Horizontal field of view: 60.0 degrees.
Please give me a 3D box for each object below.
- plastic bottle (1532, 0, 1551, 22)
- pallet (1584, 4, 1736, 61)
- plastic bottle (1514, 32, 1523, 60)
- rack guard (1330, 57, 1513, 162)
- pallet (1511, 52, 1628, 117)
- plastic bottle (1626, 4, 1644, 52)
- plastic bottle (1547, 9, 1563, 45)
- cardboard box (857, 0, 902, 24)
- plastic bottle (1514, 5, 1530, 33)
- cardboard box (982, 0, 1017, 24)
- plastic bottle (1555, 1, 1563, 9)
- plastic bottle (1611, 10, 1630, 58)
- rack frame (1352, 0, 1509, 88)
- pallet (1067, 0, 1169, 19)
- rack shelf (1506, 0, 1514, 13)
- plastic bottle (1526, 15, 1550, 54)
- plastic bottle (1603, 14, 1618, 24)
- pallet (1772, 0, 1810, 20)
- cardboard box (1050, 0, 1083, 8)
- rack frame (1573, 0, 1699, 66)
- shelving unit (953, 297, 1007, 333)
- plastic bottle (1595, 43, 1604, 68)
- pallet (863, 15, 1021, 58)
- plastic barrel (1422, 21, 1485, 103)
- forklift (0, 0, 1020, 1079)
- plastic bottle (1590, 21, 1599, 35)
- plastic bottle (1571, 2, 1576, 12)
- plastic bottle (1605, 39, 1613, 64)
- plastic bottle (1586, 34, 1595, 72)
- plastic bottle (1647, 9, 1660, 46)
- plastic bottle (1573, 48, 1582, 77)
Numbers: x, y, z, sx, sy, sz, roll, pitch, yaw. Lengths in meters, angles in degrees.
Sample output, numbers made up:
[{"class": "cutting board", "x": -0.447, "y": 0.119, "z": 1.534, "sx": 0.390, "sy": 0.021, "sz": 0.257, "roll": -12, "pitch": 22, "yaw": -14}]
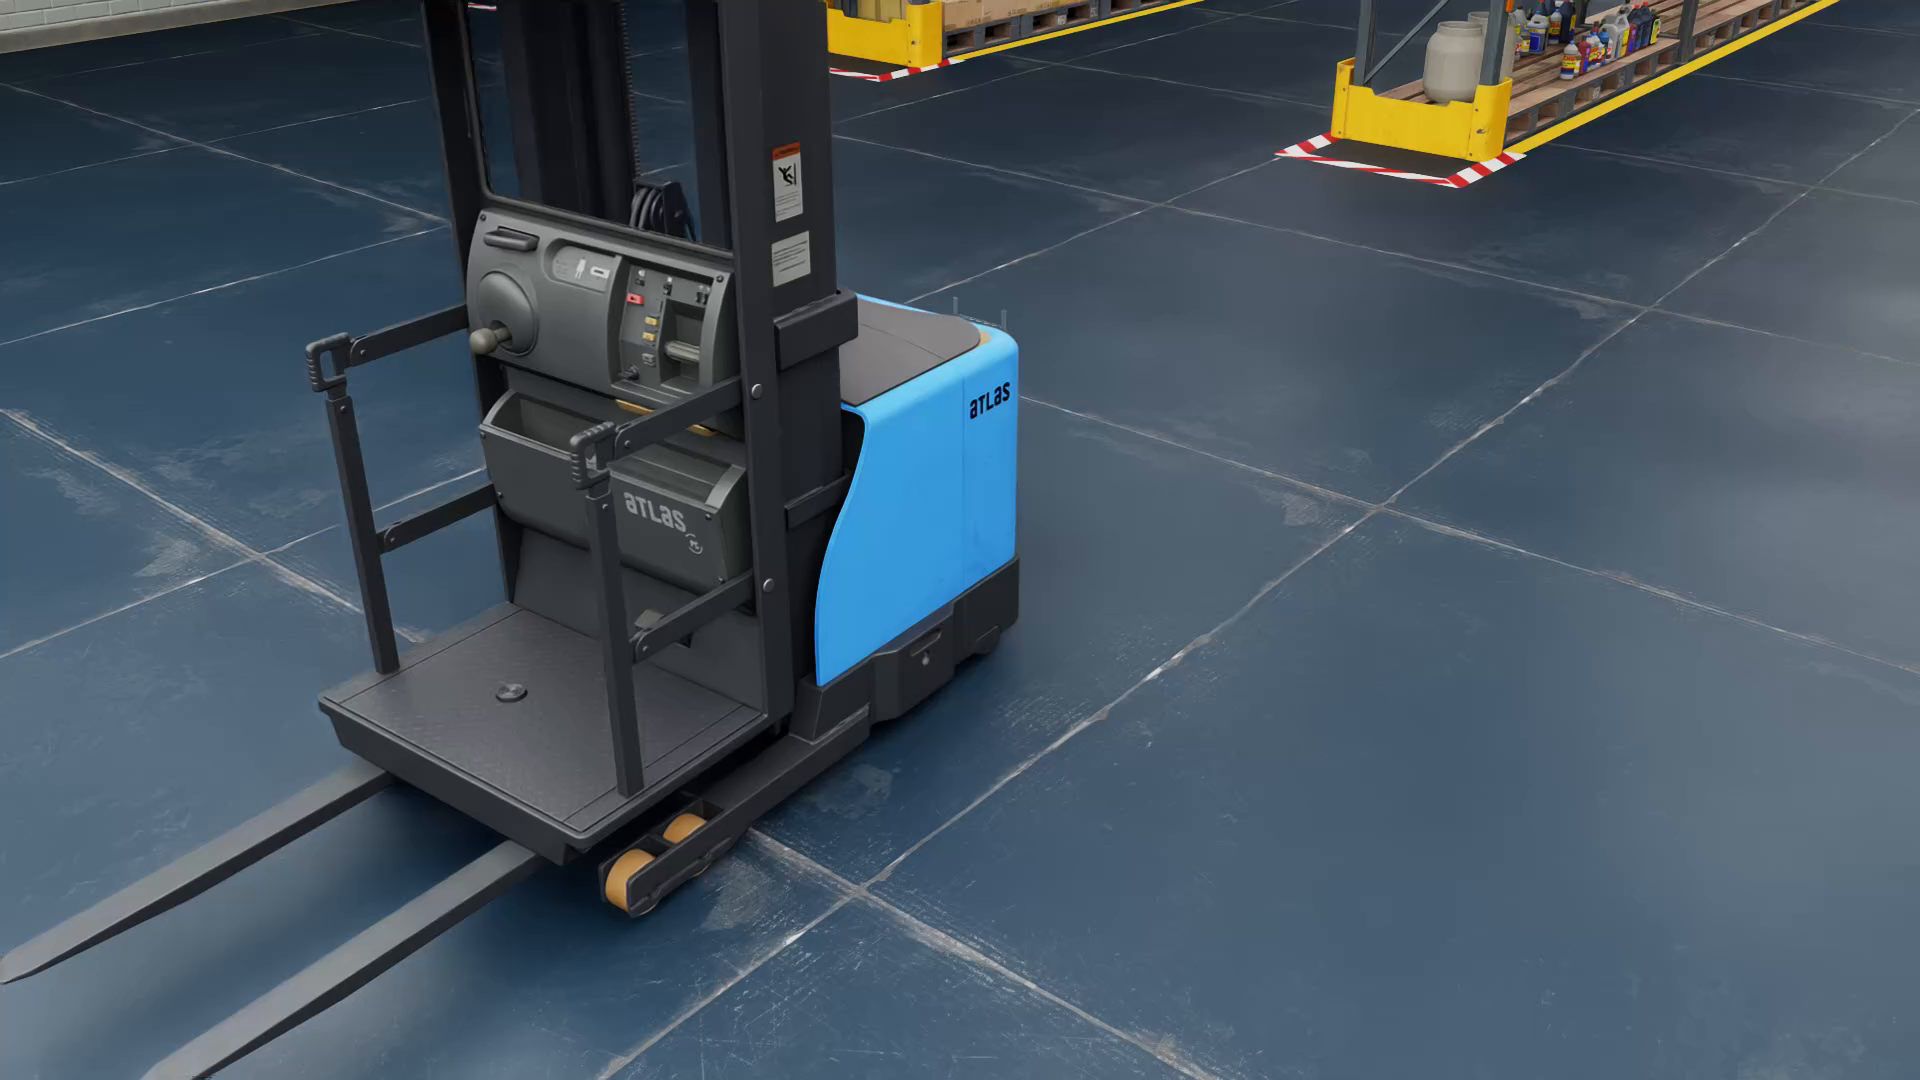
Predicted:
[{"class": "plastic bottle", "x": 4.740, "y": -4.251, "z": 13.608, "sx": 0.144, "sy": 0.351, "sz": 0.185, "roll": 19, "pitch": 33, "yaw": 32}, {"class": "pallet", "x": 6.163, "y": -4.516, "z": 14.749, "sx": 1.003, "sy": 0.211, "sz": 1.213, "roll": 21, "pitch": 34, "yaw": 34}, {"class": "plastic bottle", "x": 4.357, "y": -3.879, "z": 13.050, "sx": 0.097, "sy": 0.201, "sz": 0.097, "roll": 0, "pitch": 27, "yaw": 0}, {"class": "rack guard", "x": 3.162, "y": -2.977, "z": 11.460, "sx": 1.175, "sy": 0.500, "sz": 0.348, "roll": 21, "pitch": 34, "yaw": 34}, {"class": "pallet", "x": 4.459, "y": -3.565, "z": 12.912, "sx": 1.003, "sy": 0.211, "sz": 1.213, "roll": 21, "pitch": 34, "yaw": 34}, {"class": "plastic bottle", "x": 5.384, "y": -4.103, "z": 13.320, "sx": 0.144, "sy": 0.351, "sz": 0.185, "roll": 19, "pitch": 33, "yaw": 32}, {"class": "plastic bottle", "x": 4.861, "y": -4.196, "z": 13.588, "sx": 0.097, "sy": 0.271, "sz": 0.097, "roll": 0, "pitch": 27, "yaw": 0}, {"class": "cardboard box", "x": -0.557, "y": -4.737, "z": 14.678, "sx": 0.500, "sy": 0.250, "sz": 0.500, "roll": 21, "pitch": 34, "yaw": 34}, {"class": "plastic bottle", "x": 4.470, "y": -4.101, "z": 13.316, "sx": 0.144, "sy": 0.351, "sz": 0.185, "roll": 20, "pitch": 34, "yaw": 34}, {"class": "cardboard box", "x": 0.158, "y": -4.764, "z": 14.730, "sx": 0.500, "sy": 0.250, "sz": 0.500, "roll": 21, "pitch": 34, "yaw": 34}, {"class": "plastic bottle", "x": 4.968, "y": -4.343, "z": 13.865, "sx": 0.152, "sy": 0.276, "sz": 0.135, "roll": 22, "pitch": 35, "yaw": 36}, {"class": "plastic bottle", "x": 5.179, "y": -3.988, "z": 13.099, "sx": 0.144, "sy": 0.351, "sz": 0.185, "roll": 21, "pitch": 34, "yaw": 34}, {"class": "rack frame", "x": 3.149, "y": -4.046, "z": 10.807, "sx": 1.000, "sy": 3.000, "sz": 0.127, "roll": 21, "pitch": 34, "yaw": 34}, {"class": "pallet", "x": 1.336, "y": -5.405, "z": 16.469, "sx": 1.003, "sy": 0.211, "sz": 1.213, "roll": 21, "pitch": 34, "yaw": 34}, {"class": "rack shelf", "x": 4.422, "y": -4.436, "z": 12.343, "sx": 1.077, "sy": 0.370, "sz": 4.000, "roll": 21, "pitch": 34, "yaw": 34}, {"class": "plastic bottle", "x": 4.600, "y": -4.033, "z": 13.267, "sx": 0.152, "sy": 0.276, "sz": 0.135, "roll": 21, "pitch": 34, "yaw": 34}, {"class": "plastic bottle", "x": 5.254, "y": -4.104, "z": 13.404, "sx": 0.152, "sy": 0.276, "sz": 0.135, "roll": 21, "pitch": 34, "yaw": 34}, {"class": "pallet", "x": 7.715, "y": -5.381, "z": 16.421, "sx": 1.003, "sy": 0.211, "sz": 1.213, "roll": 21, "pitch": 34, "yaw": 34}, {"class": "cardboard box", "x": 0.798, "y": -5.117, "z": 15.412, "sx": 0.500, "sy": 0.250, "sz": 0.500, "roll": 21, "pitch": 34, "yaw": 34}, {"class": "rack frame", "x": 5.694, "y": -5.464, "z": 13.548, "sx": 1.000, "sy": 3.000, "sz": 0.127, "roll": 21, "pitch": 34, "yaw": 34}, {"class": "shelving unit", "x": 0.005, "y": -0.403, "z": 6.049, "sx": 0.258, "sy": 0.900, "sz": 0.210, "roll": 21, "pitch": 34, "yaw": 34}, {"class": "plastic bottle", "x": 4.888, "y": -3.743, "z": 12.787, "sx": 0.097, "sy": 0.201, "sz": 0.097, "roll": 0, "pitch": 27, "yaw": 0}, {"class": "pallet", "x": -0.216, "y": -4.540, "z": 14.796, "sx": 1.003, "sy": 0.211, "sz": 1.213, "roll": 21, "pitch": 34, "yaw": 34}, {"class": "plastic barrel", "x": 3.509, "y": -3.383, "z": 11.776, "sx": 0.421, "sy": 0.512, "sz": 0.421, "roll": 0, "pitch": 27, "yaw": 0}, {"class": "forklift", "x": -1.079, "y": -0.575, "z": 4.172, "sx": 1.130, "sy": 2.935, "sz": 3.031, "roll": 19, "pitch": 33, "yaw": 32}, {"class": "plastic bottle", "x": 4.990, "y": -3.933, "z": 13.065, "sx": 0.061, "sy": 0.283, "sz": 0.133, "roll": 21, "pitch": 34, "yaw": 34}, {"class": "plastic bottle", "x": 5.051, "y": -4.315, "z": 13.804, "sx": 0.061, "sy": 0.283, "sz": 0.133, "roll": 21, "pitch": 34, "yaw": 34}, {"class": "plastic bottle", "x": 5.019, "y": -3.815, "z": 12.928, "sx": 0.097, "sy": 0.201, "sz": 0.097, "roll": 0, "pitch": 27, "yaw": 0}, {"class": "plastic bottle", "x": 4.761, "y": -3.703, "z": 12.634, "sx": 0.097, "sy": 0.271, "sz": 0.097, "roll": 0, "pitch": 27, "yaw": 0}, {"class": "plastic bottle", "x": 5.642, "y": -4.186, "z": 13.555, "sx": 0.061, "sy": 0.283, "sz": 0.133, "roll": 23, "pitch": 35, "yaw": 37}, {"class": "plastic bottle", "x": 4.609, "y": -3.587, "z": 12.486, "sx": 0.097, "sy": 0.201, "sz": 0.097, "roll": 0, "pitch": 27, "yaw": 0}]
